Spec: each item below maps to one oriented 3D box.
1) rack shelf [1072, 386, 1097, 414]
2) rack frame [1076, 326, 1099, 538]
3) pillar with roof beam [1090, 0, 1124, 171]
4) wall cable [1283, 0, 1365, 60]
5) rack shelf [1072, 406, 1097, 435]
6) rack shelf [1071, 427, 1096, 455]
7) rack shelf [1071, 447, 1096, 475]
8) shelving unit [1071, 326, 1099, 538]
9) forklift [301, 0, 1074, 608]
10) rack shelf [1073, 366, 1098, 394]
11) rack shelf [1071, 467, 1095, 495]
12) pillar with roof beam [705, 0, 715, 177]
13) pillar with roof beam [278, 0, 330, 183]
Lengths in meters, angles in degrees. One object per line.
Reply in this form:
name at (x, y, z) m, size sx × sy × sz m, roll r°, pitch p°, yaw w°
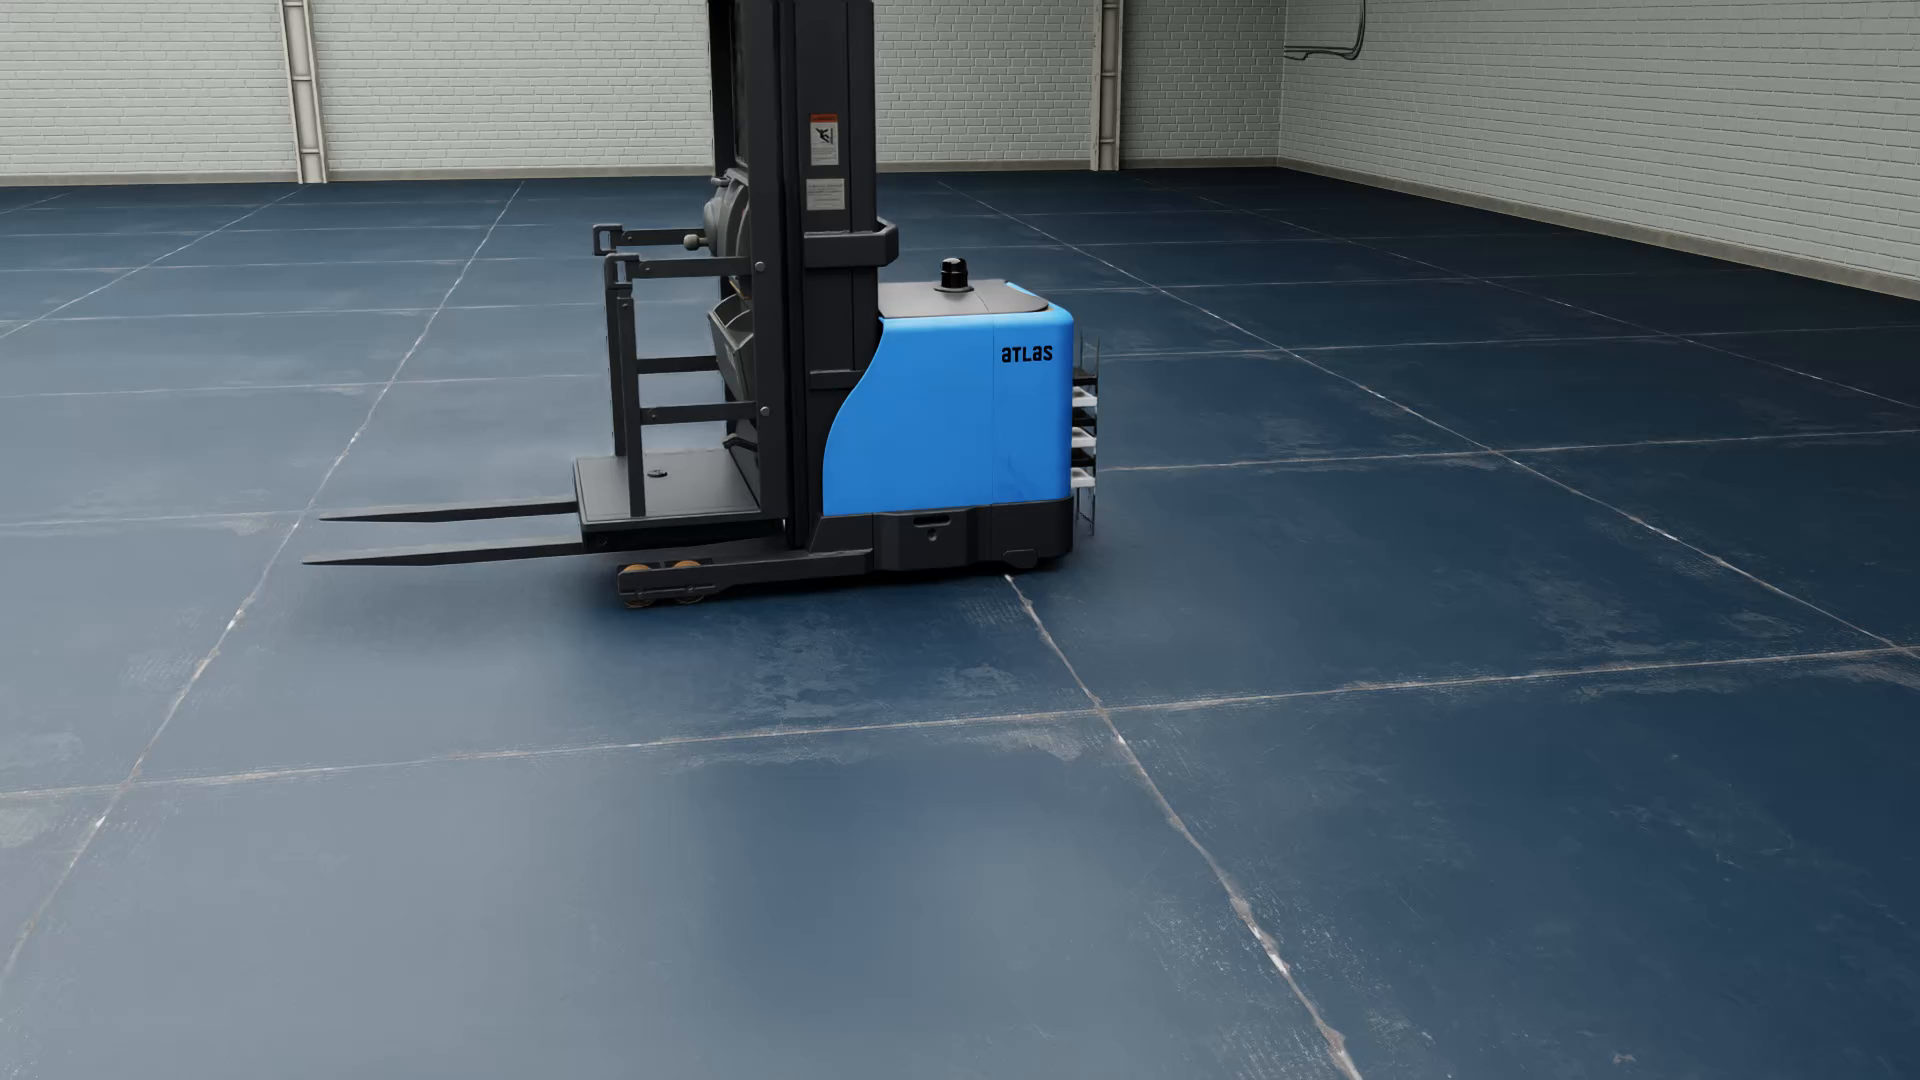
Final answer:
rack shelf at (0.462, -0.607, 7.256) m, size 0.200 × 0.077 × 0.258 m, roll -4°, pitch 18°, yaw -14°
rack frame at (0.561, -0.474, 7.323) m, size 0.006 × 0.900 × 0.240 m, roll -4°, pitch 18°, yaw -14°
pillar with roof beam at (3.126, -8.980, 21.222) m, size 0.400 × 9.000 × 9.100 m, roll -3°, pitch 17°, yaw -10°
wall cable at (5.452, -8.520, 25.012) m, size 0.112 × 2.526 × 3.097 m, roll -3°, pitch 17°, yaw -10°
rack shelf at (0.462, -0.521, 7.282) m, size 0.200 × 0.077 × 0.258 m, roll -4°, pitch 18°, yaw -14°
rack shelf at (0.462, -0.435, 7.308) m, size 0.200 × 0.077 × 0.258 m, roll -4°, pitch 18°, yaw -14°
rack shelf at (0.462, -0.349, 7.335) m, size 0.200 × 0.077 × 0.258 m, roll -4°, pitch 18°, yaw -14°
shelving unit at (0.462, -0.467, 7.299) m, size 0.210 × 0.900 × 0.258 m, roll -4°, pitch 18°, yaw -14°
forklift at (-1.104, -1.309, 6.583) m, size 3.031 × 2.935 × 1.130 m, roll -4°, pitch 18°, yaw -14°
rack shelf at (0.462, -0.693, 7.229) m, size 0.200 × 0.077 × 0.258 m, roll -4°, pitch 18°, yaw -14°
rack shelf at (0.462, -0.263, 7.361) m, size 0.200 × 0.077 × 0.258 m, roll -4°, pitch 18°, yaw -14°
pillar with roof beam at (-2.765, -8.646, 20.134) m, size 0.400 × 9.000 × 9.100 m, roll -3°, pitch 17°, yaw -10°
pillar with roof beam at (-8.656, -8.312, 19.046) m, size 0.400 × 9.000 × 9.100 m, roll -3°, pitch 17°, yaw -10°
